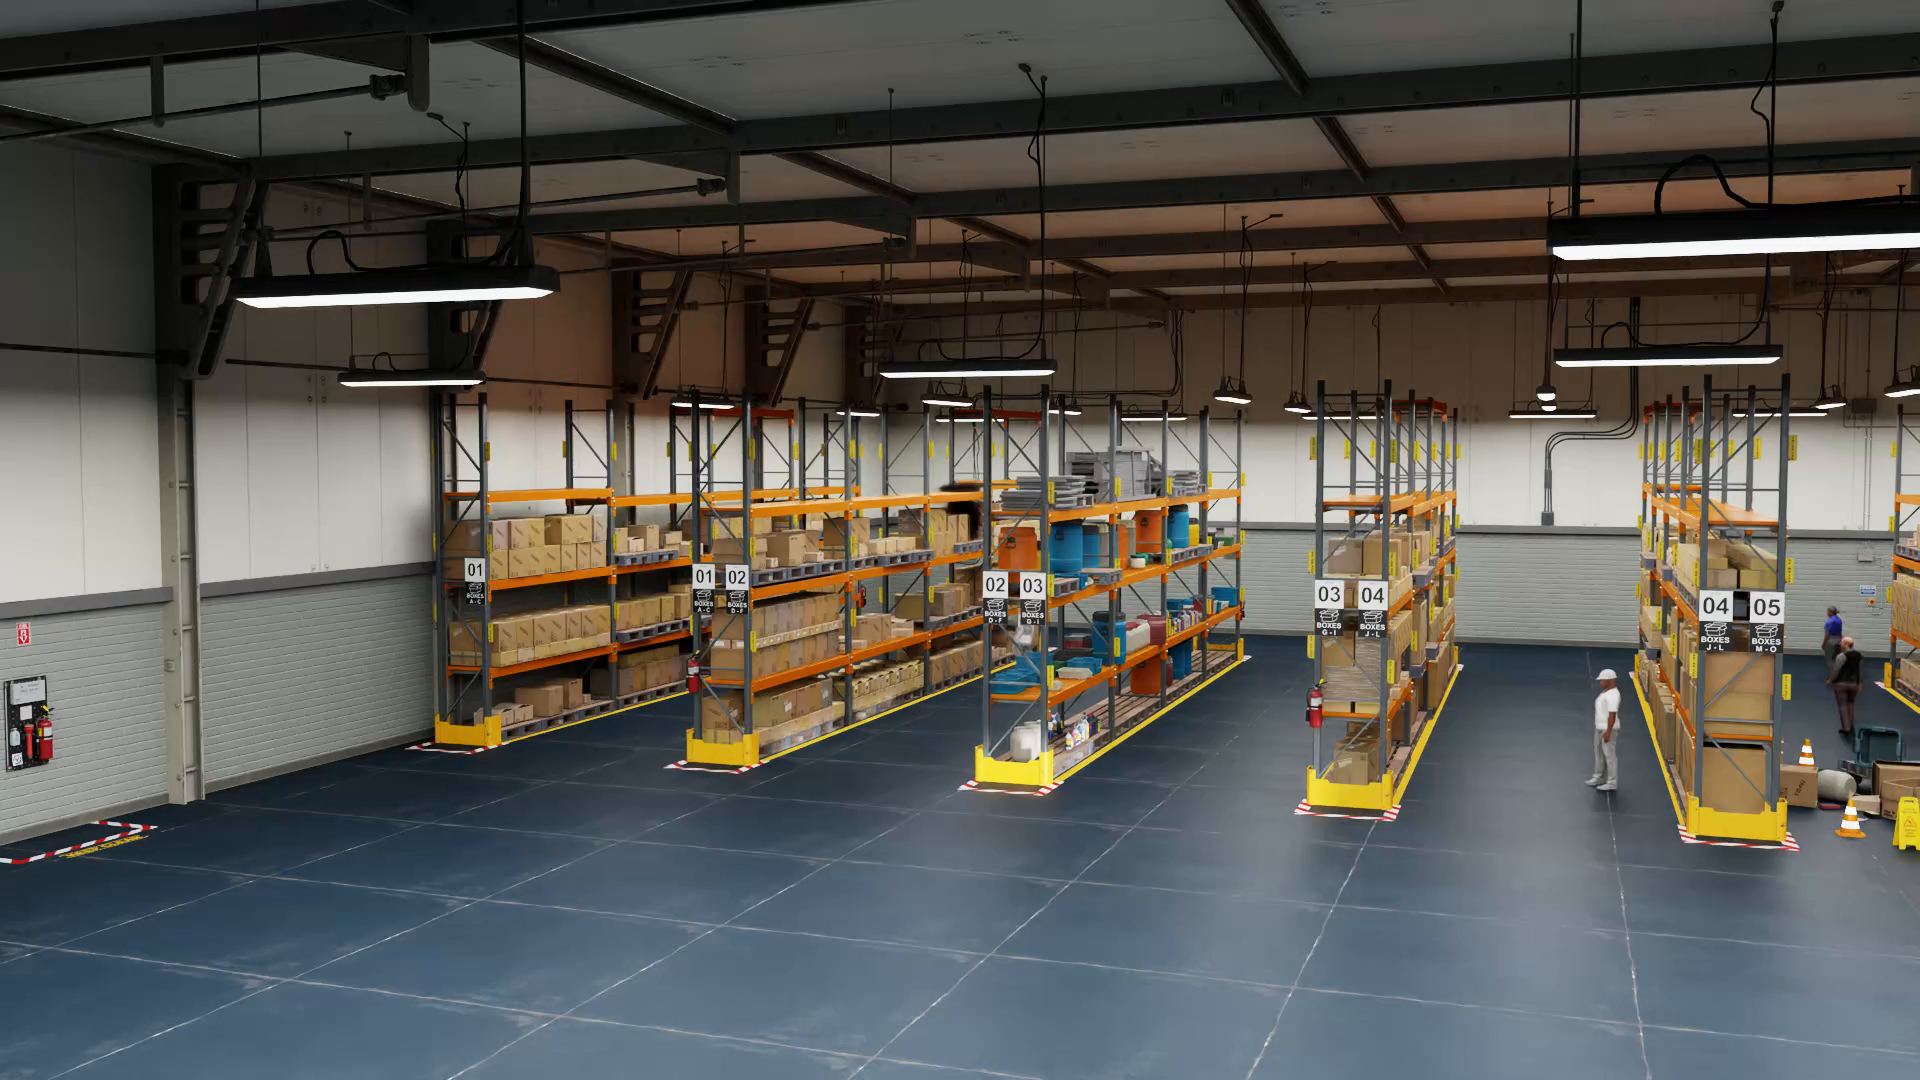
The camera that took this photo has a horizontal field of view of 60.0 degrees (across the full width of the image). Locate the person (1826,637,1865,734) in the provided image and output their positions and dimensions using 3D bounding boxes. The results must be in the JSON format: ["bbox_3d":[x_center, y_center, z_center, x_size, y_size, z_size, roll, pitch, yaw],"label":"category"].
[{"bbox_3d":[15.643,2.576,29.358,0.602,1.749,0.689,1,3,10],"label":"person"}]

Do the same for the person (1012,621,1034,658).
[{"bbox_3d":[1.332,2.241,35.662,0.496,1.680,0.661,-2,4,-30],"label":"person"}]

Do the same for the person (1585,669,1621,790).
[{"bbox_3d":[9.575,2.796,24.698,0.473,1.766,0.632,0,3,3],"label":"person"}]

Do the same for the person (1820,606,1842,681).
[{"bbox_3d":[18.968,2.266,36.177,0.514,1.676,0.364,-2,3,-27],"label":"person"}]
